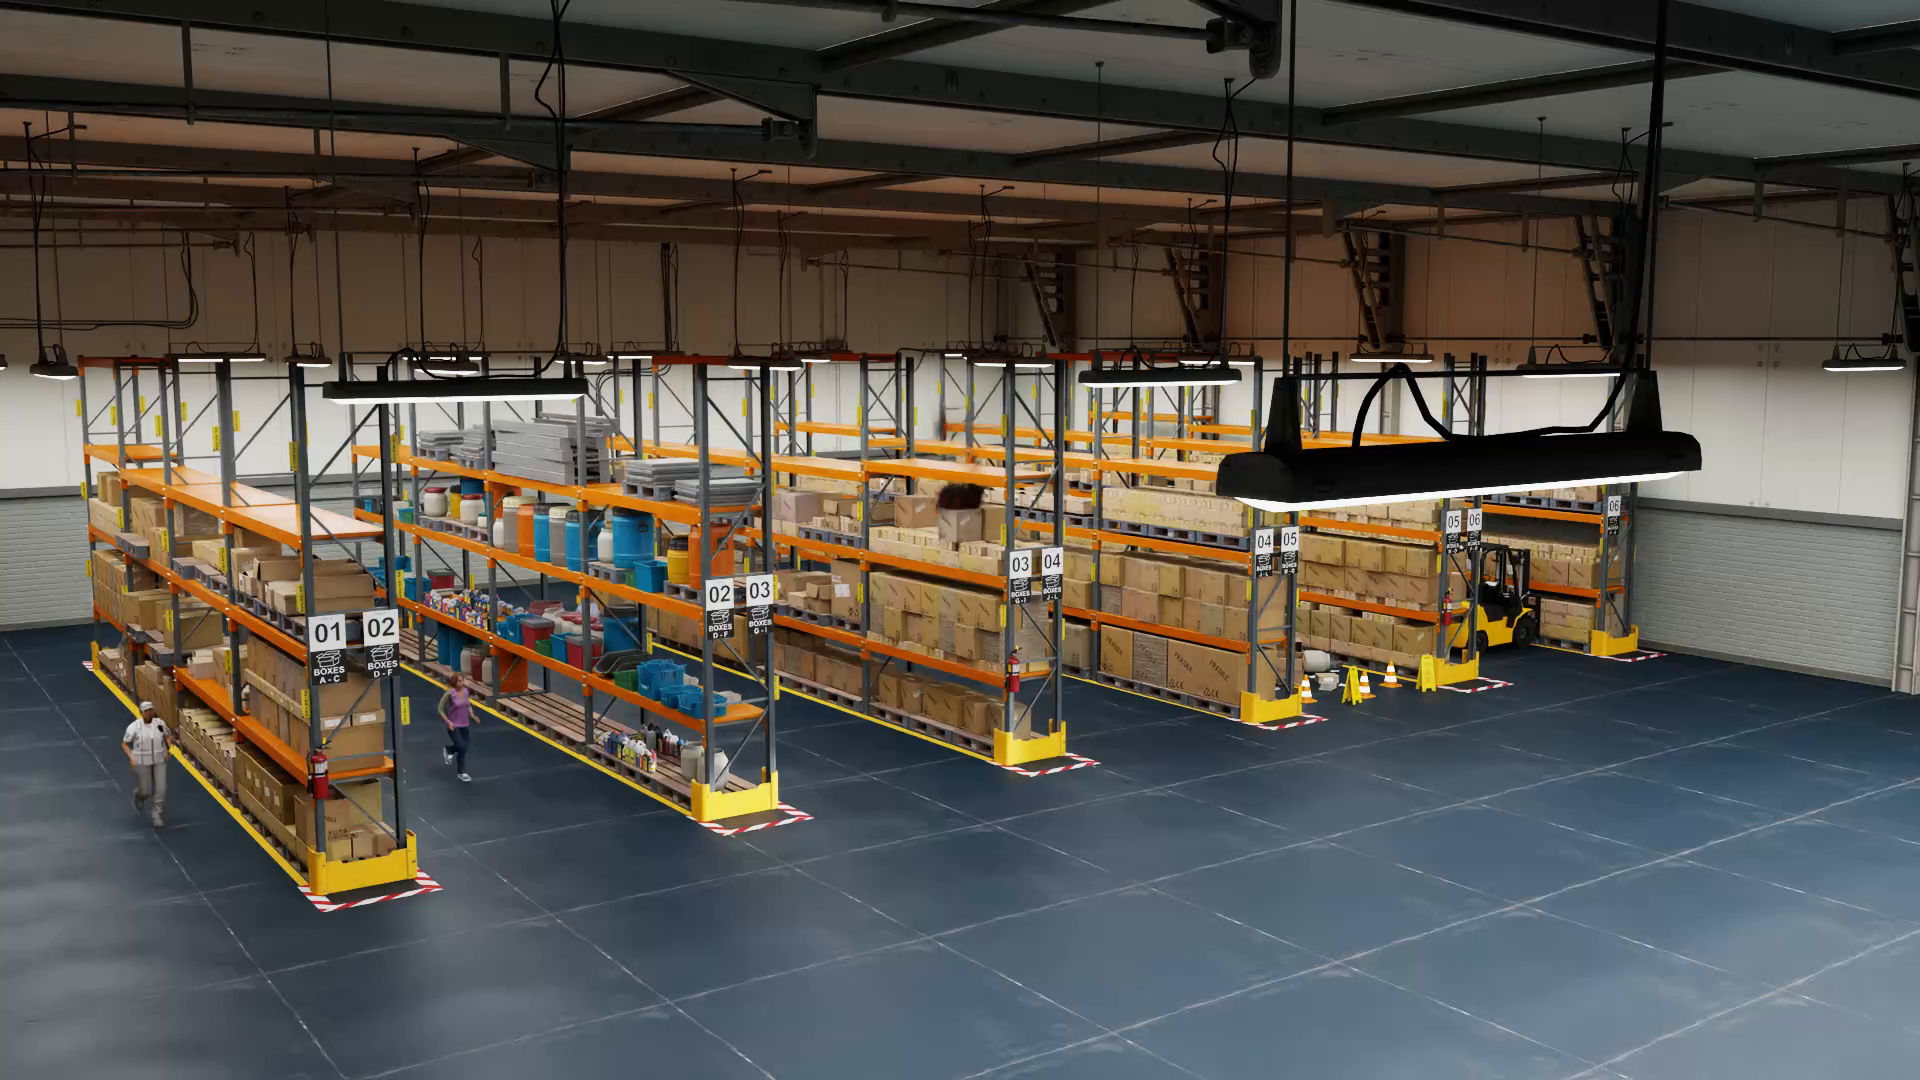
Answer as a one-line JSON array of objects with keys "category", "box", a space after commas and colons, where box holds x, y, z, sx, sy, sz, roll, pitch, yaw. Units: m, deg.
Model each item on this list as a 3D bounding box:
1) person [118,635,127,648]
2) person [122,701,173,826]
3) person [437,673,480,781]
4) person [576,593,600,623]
[{"category": "person", "box": [-16.602, 1.525, 33.351, 0.645, 1.607, 0.563, -1, 7, -10]}, {"category": "person", "box": [-10.616, 2.904, 21.778, 0.616, 1.632, 0.599, -6, 9, -40]}, {"category": "person", "box": [-7.303, 2.675, 23.973, 0.682, 1.553, 0.525, 5, 9, 36]}, {"category": "person", "box": [-6.920, 1.743, 31.272, 0.577, 1.609, 0.592, 7, 10, 44]}]
